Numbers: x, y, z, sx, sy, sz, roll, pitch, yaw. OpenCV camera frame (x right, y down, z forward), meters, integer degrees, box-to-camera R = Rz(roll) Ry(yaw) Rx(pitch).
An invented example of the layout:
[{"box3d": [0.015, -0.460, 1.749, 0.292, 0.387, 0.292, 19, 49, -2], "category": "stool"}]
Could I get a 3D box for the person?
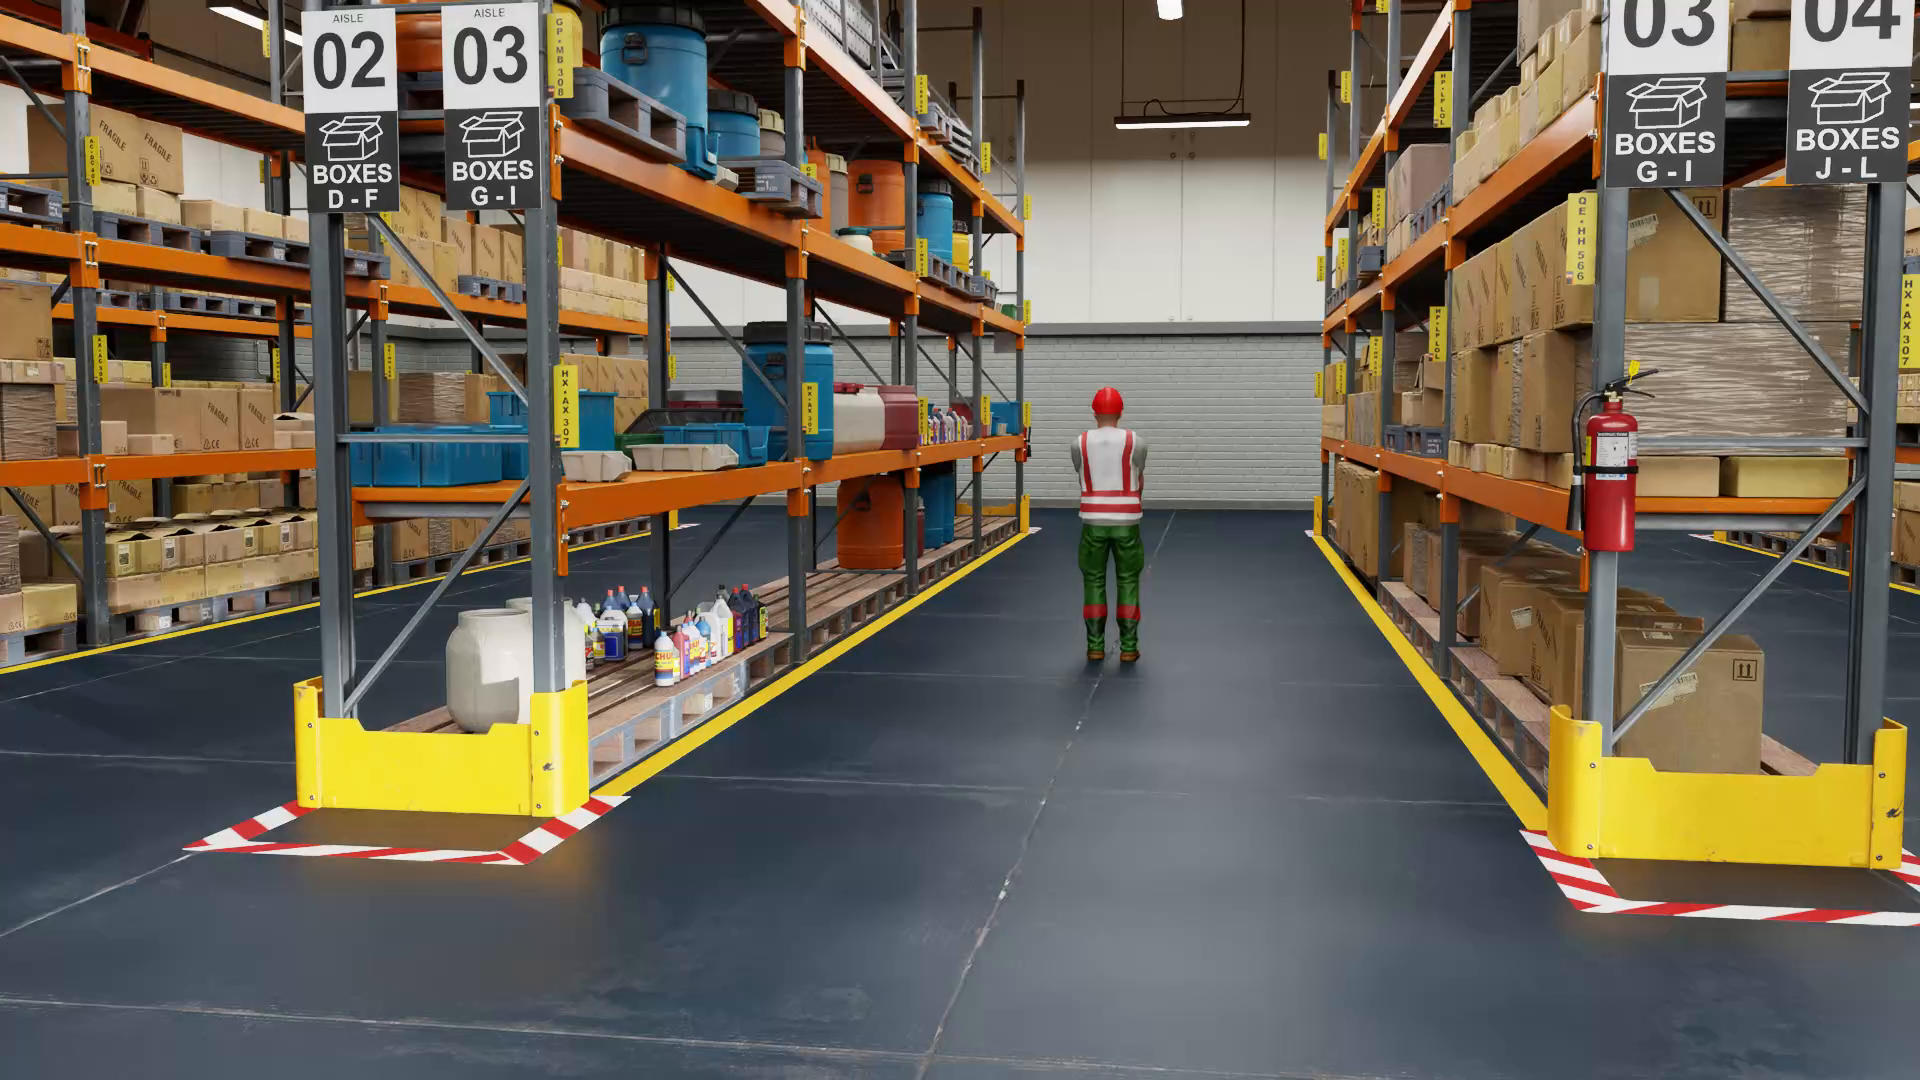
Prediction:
[{"box3d": [0.985, -0.113, 10.935, 0.493, 1.782, 0.564, 1, 4, 9], "category": "person"}]
